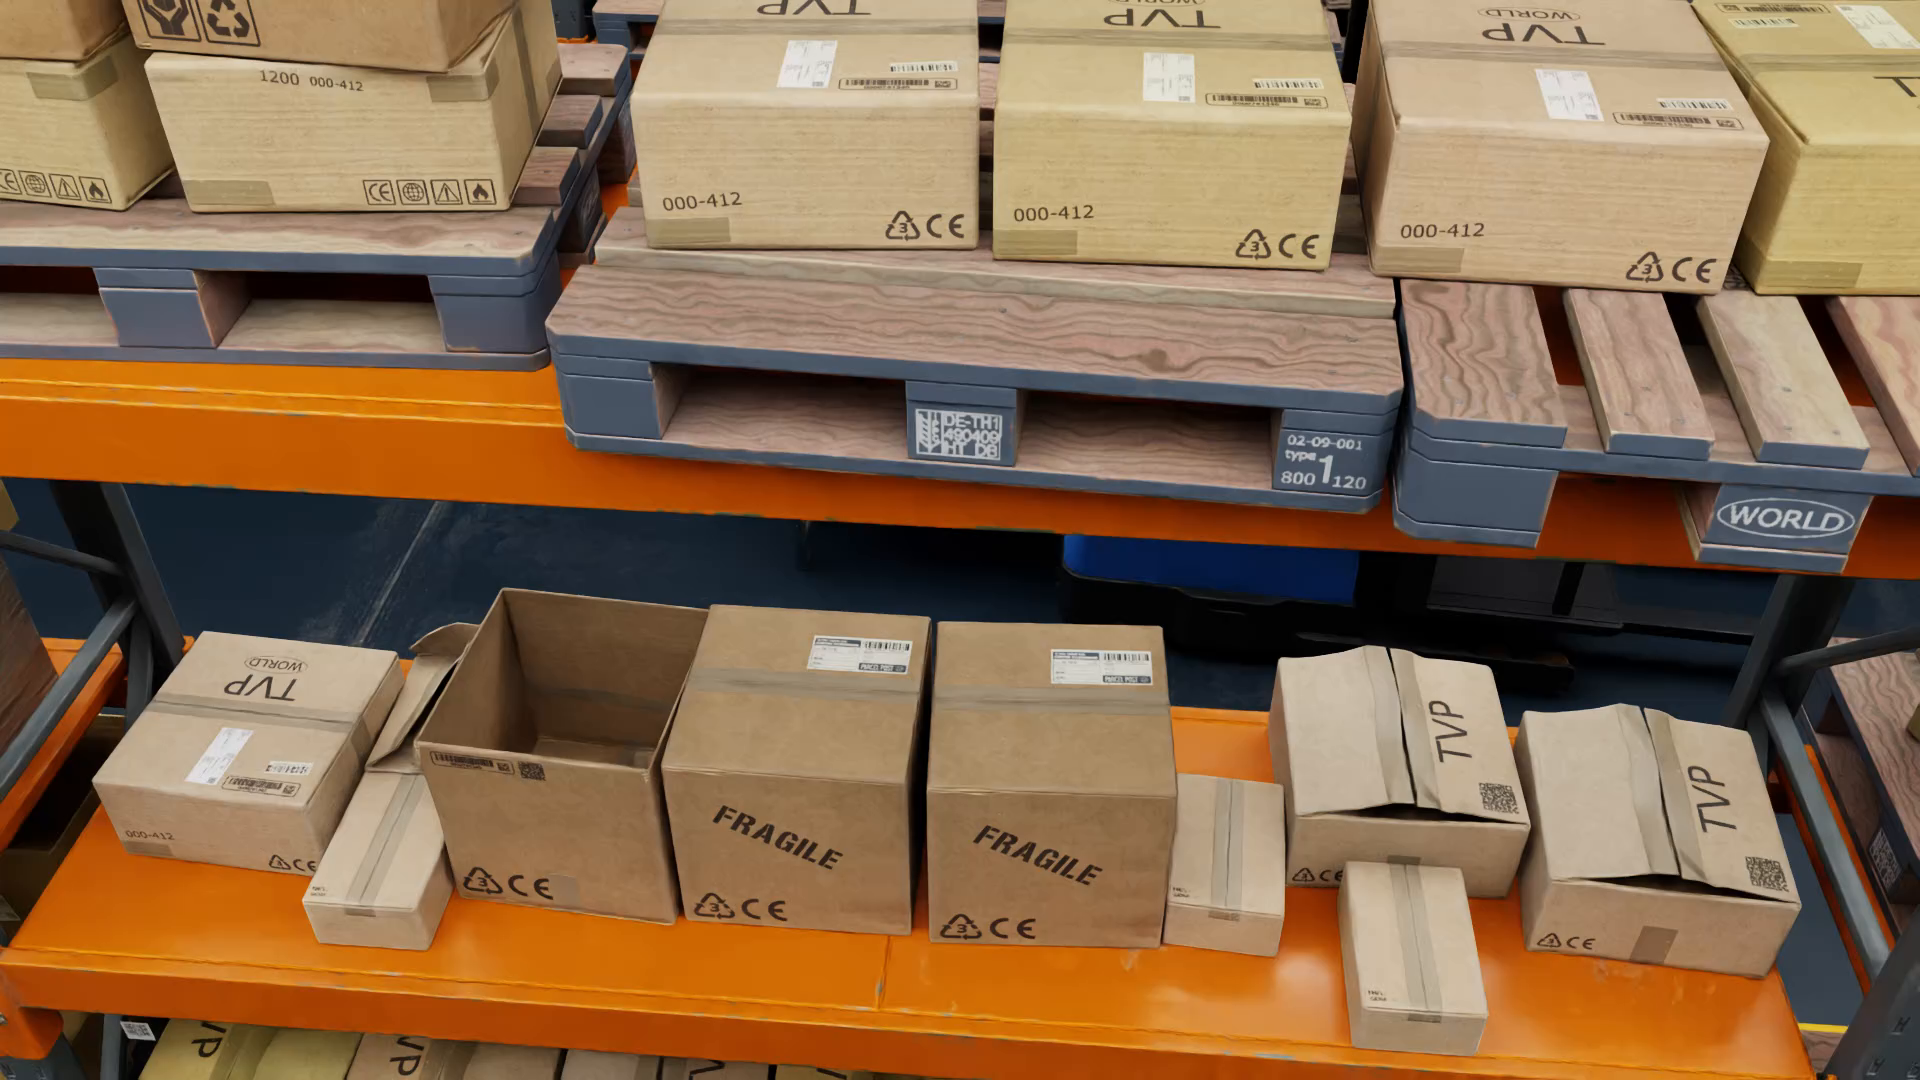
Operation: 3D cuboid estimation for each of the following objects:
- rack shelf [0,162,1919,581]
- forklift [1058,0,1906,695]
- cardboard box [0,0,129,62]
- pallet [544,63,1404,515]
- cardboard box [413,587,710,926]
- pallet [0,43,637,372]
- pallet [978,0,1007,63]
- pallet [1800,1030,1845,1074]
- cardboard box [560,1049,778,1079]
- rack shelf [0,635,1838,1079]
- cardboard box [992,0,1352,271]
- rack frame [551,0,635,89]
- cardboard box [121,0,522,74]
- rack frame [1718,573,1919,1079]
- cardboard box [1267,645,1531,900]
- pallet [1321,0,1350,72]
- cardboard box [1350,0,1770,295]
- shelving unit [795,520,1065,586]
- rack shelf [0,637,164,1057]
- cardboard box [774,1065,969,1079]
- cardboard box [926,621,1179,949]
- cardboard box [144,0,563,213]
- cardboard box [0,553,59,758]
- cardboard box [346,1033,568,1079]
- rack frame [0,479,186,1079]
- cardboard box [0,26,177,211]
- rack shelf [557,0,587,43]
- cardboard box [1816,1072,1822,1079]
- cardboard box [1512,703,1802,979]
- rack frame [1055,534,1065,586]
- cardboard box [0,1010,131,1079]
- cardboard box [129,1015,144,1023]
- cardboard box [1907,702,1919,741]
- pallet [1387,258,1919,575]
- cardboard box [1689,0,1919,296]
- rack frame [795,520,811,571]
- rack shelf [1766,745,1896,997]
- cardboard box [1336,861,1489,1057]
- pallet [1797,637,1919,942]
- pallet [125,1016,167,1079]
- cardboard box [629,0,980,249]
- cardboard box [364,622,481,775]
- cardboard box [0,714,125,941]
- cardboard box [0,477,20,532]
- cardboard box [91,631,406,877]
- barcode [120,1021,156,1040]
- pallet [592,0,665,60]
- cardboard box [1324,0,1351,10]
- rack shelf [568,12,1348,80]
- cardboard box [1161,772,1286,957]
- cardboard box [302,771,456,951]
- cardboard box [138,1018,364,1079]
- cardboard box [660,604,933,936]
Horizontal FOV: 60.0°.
[{"bbox_3d":[-0.129,-0.341,2.987,4.000,0.370,1.077,3,39,4],"label":"rack shelf"},{"bbox_3d":[1.937,-0.937,5.579,3.031,2.935,1.130,6,40,7],"label":"forklift"},{"bbox_3d":[-1.510,-1.066,2.500,0.500,0.500,0.500,4,39,4],"label":"cardboard box"},{"bbox_3d":[0.066,-0.478,2.734,1.213,0.211,1.003,5,39,6],"label":"pallet"},{"bbox_3d":[-0.833,0.476,3.710,0.500,0.500,0.500,6,40,7],"label":"cardboard box"},{"bbox_3d":[-1.241,-0.615,2.905,1.217,0.209,0.805,2,39,2],"label":"pallet"},{"bbox_3d":[0.312,-2.471,7.562,1.213,0.211,1.003,3,39,4],"label":"pallet"},{"bbox_3d":[2.604,1.798,4.374,1.213,0.211,1.003,3,39,4],"label":"pallet"},{"bbox_3d":[-0.717,1.357,4.108,0.500,0.311,0.500,2,39,2],"label":"cardboard box"},{"bbox_3d":[-0.129,0.822,3.934,4.000,0.370,1.077,3,39,4],"label":"rack shelf"},{"bbox_3d":[0.314,-0.661,2.596,0.500,0.250,0.500,2,39,3],"label":"cardboard box"},{"bbox_3d":[-1.698,-2.682,7.668,0.127,3.000,1.000,3,39,4],"label":"rack frame"},{"bbox_3d":[-0.941,-1.050,2.480,0.500,0.500,0.500,7,40,8],"label":"cardboard box"},{"bbox_3d":[1.864,0.652,3.573,0.127,3.000,1.000,3,39,4],"label":"rack frame"},{"bbox_3d":[0.989,0.516,3.811,0.500,0.311,0.500,3,39,3],"label":"cardboard box"},{"bbox_3d":[1.568,-2.361,7.427,1.003,0.211,1.213,3,39,4],"label":"pallet"},{"bbox_3d":[0.883,-0.623,2.549,0.500,0.250,0.500,4,39,5],"label":"cardboard box"},{"bbox_3d":[-0.095,-0.589,6.286,1.048,1.500,0.538,3,39,4],"label":"shelving unit"},{"bbox_3d":[-4.114,0.604,4.201,4.000,0.370,1.077,3,39,4],"label":"rack shelf"},{"bbox_3d":[-0.199,1.382,4.077,0.500,0.311,0.500,4,39,5],"label":"cardboard box"},{"bbox_3d":[0.191,0.532,3.641,0.500,0.500,0.500,1,39,1],"label":"cardboard box"},{"bbox_3d":[-0.961,-0.766,2.725,0.500,0.250,0.500,0,39,-1],"label":"cardboard box"},{"bbox_3d":[-2.564,0.375,3.834,0.500,0.500,0.700,2,39,3],"label":"cardboard box"},{"bbox_3d":[-1.233,1.330,4.141,0.500,0.311,0.500,3,39,3],"label":"cardboard box"},{"bbox_3d":[-2.121,0.434,3.841,0.127,3.000,1.000,3,39,4],"label":"rack frame"},{"bbox_3d":[-1.508,-0.794,2.760,0.500,0.250,0.500,7,40,8],"label":"cardboard box"},{"bbox_3d":[-3.690,-2.512,8.029,4.000,0.370,1.077,3,39,4],"label":"rack shelf"},{"bbox_3d":[2.293,1.655,3.972,0.500,0.500,0.500,5,39,6],"label":"cardboard box"},{"bbox_3d":[1.505,0.639,3.659,0.500,0.311,0.500,5,39,7],"label":"cardboard box"},{"bbox_3d":[0.411,-0.560,6.250,0.032,1.500,0.500,3,39,4],"label":"rack frame"},{"bbox_3d":[-2.602,1.450,4.438,0.500,0.250,0.500,3,39,4],"label":"cardboard box"},{"bbox_3d":[-2.557,1.122,4.841,0.500,0.250,0.500,3,39,4],"label":"cardboard box"},{"bbox_3d":[2.501,0.414,3.454,0.500,0.500,0.700,-9,40,-11],"label":"cardboard box"},{"bbox_3d":[1.180,-0.419,2.662,1.003,0.211,1.213,5,39,6],"label":"pallet"},{"bbox_3d":[1.407,-0.605,2.528,0.500,0.250,0.500,0,39,1],"label":"cardboard box"},{"bbox_3d":[-0.601,-0.618,6.321,0.032,1.500,0.500,3,39,4],"label":"rack frame"},{"bbox_3d":[3.856,1.040,3.666,4.000,0.370,1.077,3,39,4],"label":"rack shelf"},{"bbox_3d":[0.944,0.874,3.499,0.250,0.149,0.380,3,39,4],"label":"cardboard box"},{"bbox_3d":[2.545,0.719,3.642,1.003,0.211,1.213,3,39,4],"label":"pallet"},{"bbox_3d":[-2.910,1.446,4.806,1.213,0.211,1.003,3,39,4],"label":"pallet"},{"bbox_3d":[-0.222,-0.691,2.633,0.500,0.250,0.500,0,39,0],"label":"cardboard box"},{"bbox_3d":[-1.230,0.419,3.966,0.258,0.266,0.396,2,39,3],"label":"cardboard box"},{"bbox_3d":[-2.556,0.825,4.612,0.500,0.500,0.500,3,39,4],"label":"cardboard box"},{"bbox_3d":[-2.372,0.007,3.772,0.250,0.149,0.380,3,39,4],"label":"cardboard box"},{"bbox_3d":[-1.627,0.492,3.889,0.500,0.250,0.500,5,39,7],"label":"cardboard box"},{"bbox_3d":[-1.903,1.136,3.849,0.075,0.075,0.001,3,39,4],"label":"barcode"},{"bbox_3d":[-0.949,-2.474,7.565,1.213,0.211,1.003,3,39,4],"label":"pallet"},{"bbox_3d":[1.818,-2.692,7.254,0.500,0.500,0.700,-1,39,-1],"label":"cardboard box"},{"bbox_3d":[0.295,-2.294,7.762,4.000,0.370,1.077,3,39,4],"label":"rack shelf"},{"bbox_3d":[0.588,0.715,3.694,0.250,0.149,0.380,6,40,7],"label":"cardboard box"},{"bbox_3d":[-1.256,0.708,3.703,0.250,0.149,0.380,3,39,4],"label":"cardboard box"},{"bbox_3d":[-1.731,1.299,4.179,0.500,0.311,0.500,3,39,4],"label":"cardboard box"},{"bbox_3d":[-0.334,0.503,3.676,0.500,0.500,0.500,3,39,4],"label":"cardboard box"}]
